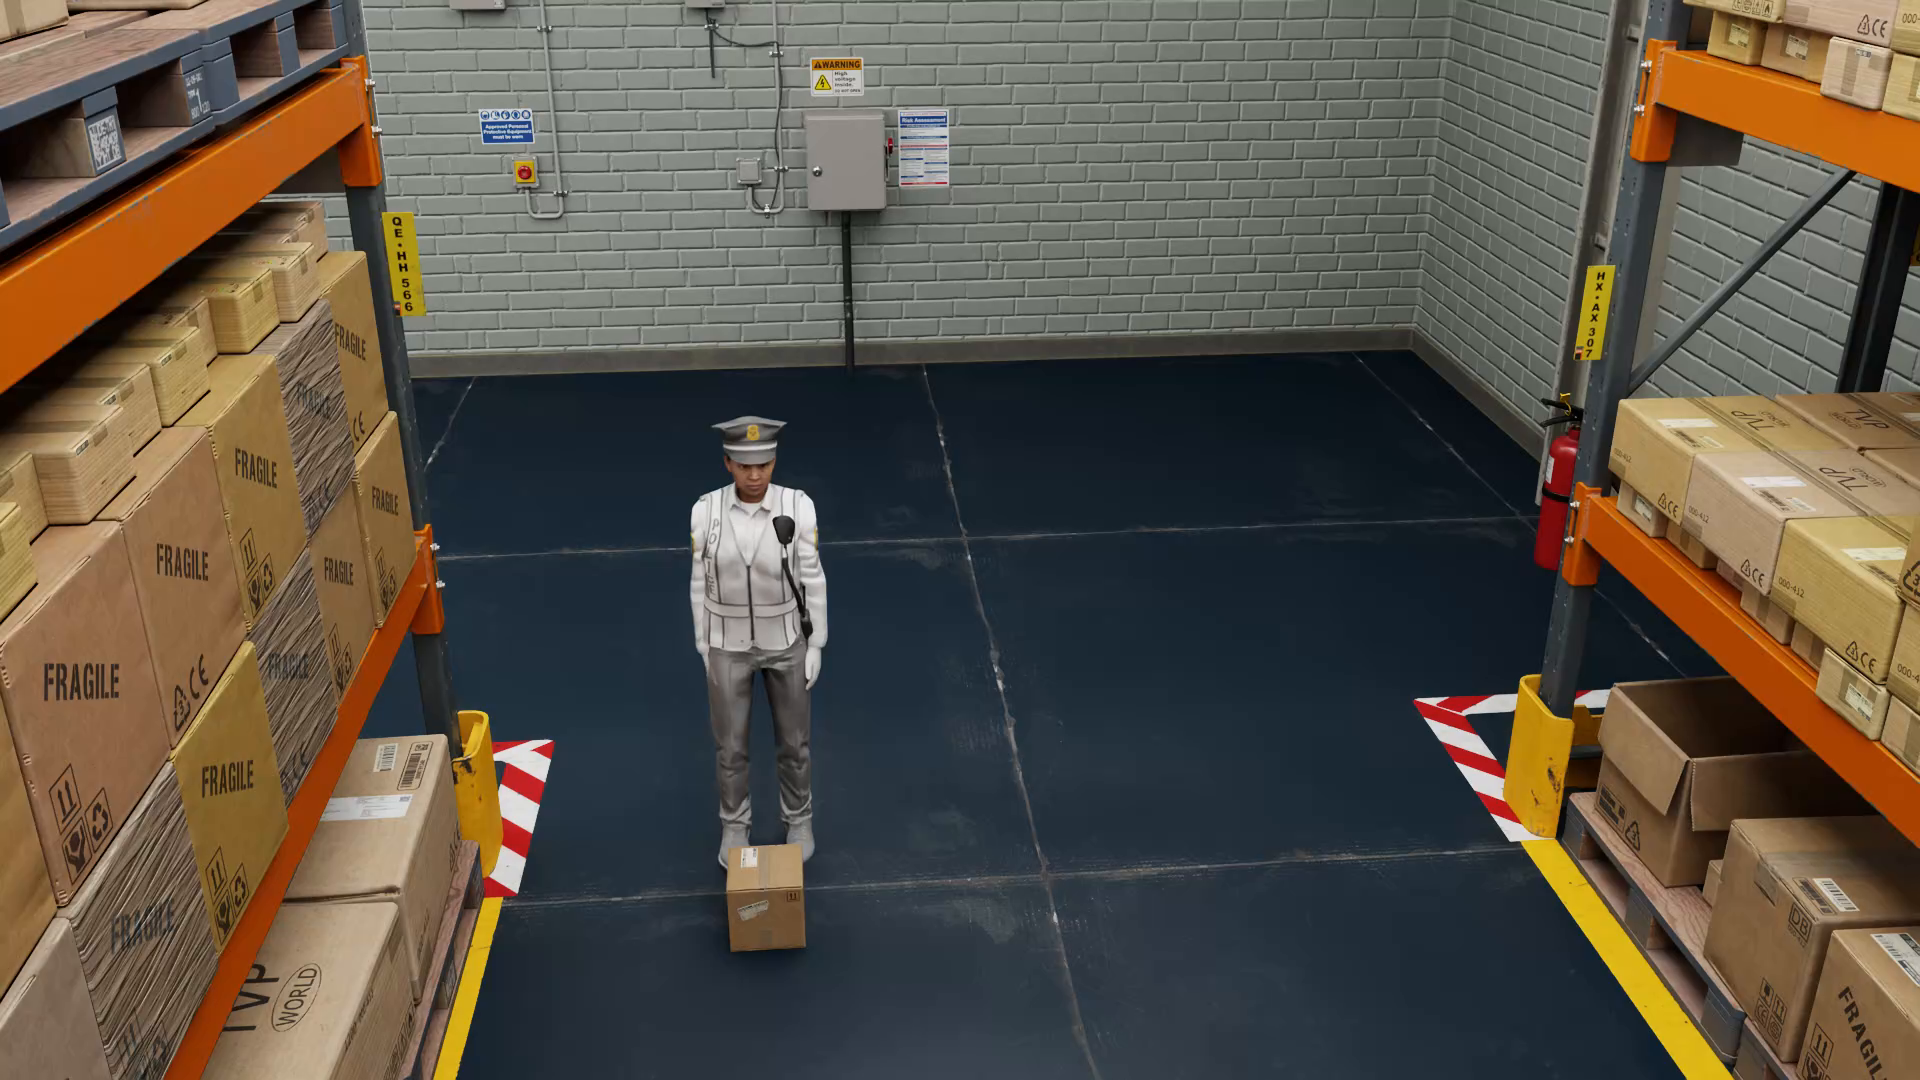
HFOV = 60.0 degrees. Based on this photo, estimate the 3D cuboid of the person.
[{"bbox_3d":[-0.689,0.376,5.761,0.465,1.703,0.343,-2,24,-4],"label":"person"}]
